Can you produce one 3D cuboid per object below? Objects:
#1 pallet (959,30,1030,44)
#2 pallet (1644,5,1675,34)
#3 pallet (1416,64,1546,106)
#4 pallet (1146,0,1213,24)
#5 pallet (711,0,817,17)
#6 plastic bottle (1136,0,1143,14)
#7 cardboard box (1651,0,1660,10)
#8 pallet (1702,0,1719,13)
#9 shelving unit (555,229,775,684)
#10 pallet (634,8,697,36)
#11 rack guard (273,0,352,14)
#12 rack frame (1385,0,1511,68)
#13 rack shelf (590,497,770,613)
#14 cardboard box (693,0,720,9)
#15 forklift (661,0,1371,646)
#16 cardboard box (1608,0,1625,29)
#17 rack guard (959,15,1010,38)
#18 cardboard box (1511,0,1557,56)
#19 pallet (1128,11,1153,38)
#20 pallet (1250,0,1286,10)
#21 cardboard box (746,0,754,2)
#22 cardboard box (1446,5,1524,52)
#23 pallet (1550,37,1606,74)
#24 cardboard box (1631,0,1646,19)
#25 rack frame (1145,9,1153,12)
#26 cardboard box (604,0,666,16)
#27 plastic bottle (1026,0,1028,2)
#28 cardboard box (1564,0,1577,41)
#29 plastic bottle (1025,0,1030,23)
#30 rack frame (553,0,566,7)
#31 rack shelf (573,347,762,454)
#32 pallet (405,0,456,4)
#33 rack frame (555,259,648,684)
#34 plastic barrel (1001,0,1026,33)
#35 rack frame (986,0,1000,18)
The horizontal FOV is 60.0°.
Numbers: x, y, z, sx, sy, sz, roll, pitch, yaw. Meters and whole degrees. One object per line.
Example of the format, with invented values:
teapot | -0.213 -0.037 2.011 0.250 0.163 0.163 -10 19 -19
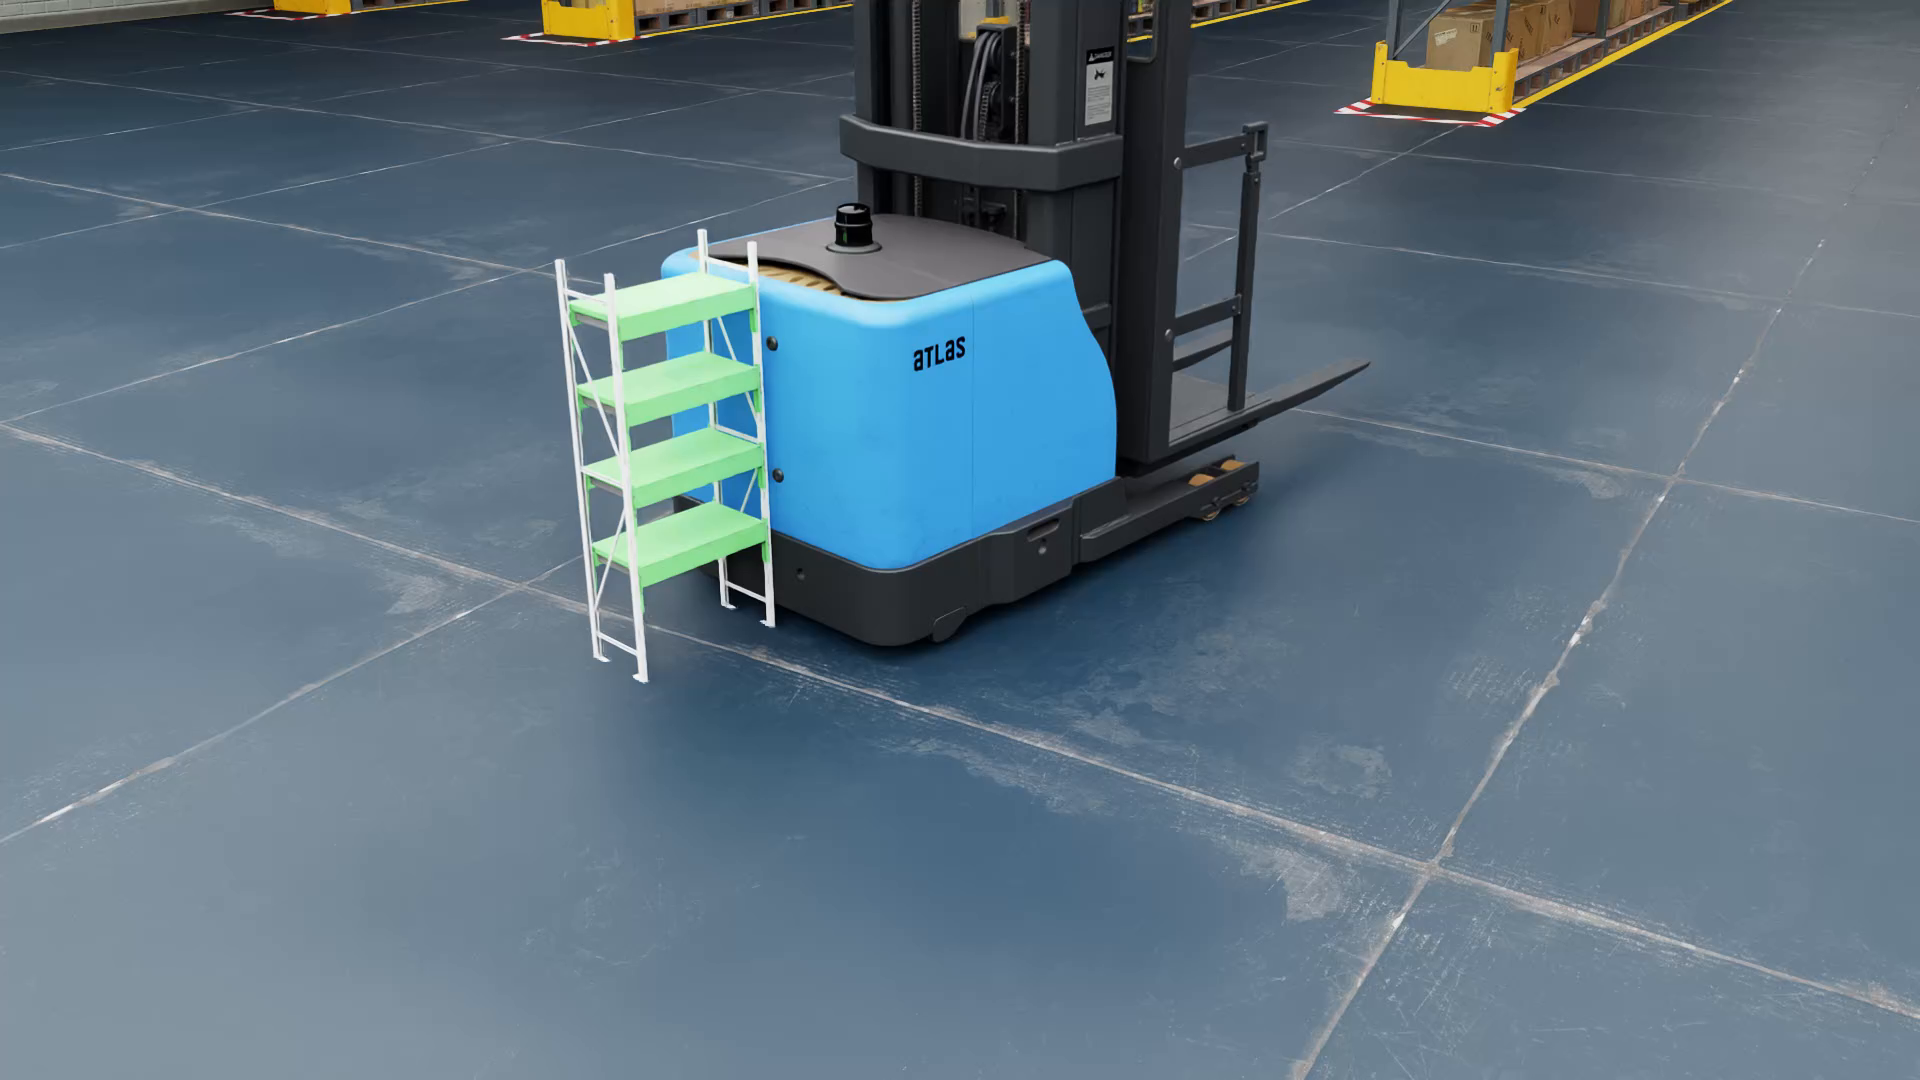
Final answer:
pallet | 0.369 -5.205 17.508 1.003 0.211 1.213 14 27 29
pallet | 7.950 -6.295 20.027 1.003 0.211 1.213 14 27 29
pallet | 4.643 -4.151 15.073 1.003 0.211 1.213 14 27 29
pallet | 2.427 -6.520 20.545 1.003 0.211 1.213 14 27 29
pallet | -2.615 -7.026 21.715 1.003 0.211 1.213 14 27 29
plastic bottle | 2.072 -6.250 19.278 0.061 0.283 0.133 15 28 32
cardboard box | 8.027 -6.663 19.958 0.700 0.500 0.500 12 26 26
pallet | 9.488 -7.219 22.161 1.003 0.211 1.213 14 27 29
shelving unit | -0.829 -0.242 4.799 0.258 1.200 0.503 20 30 38
pallet | -3.902 -6.203 19.813 1.003 0.211 1.213 14 27 29
rack guard | -8.441 -7.131 21.593 1.175 0.500 0.348 14 27 29
rack frame | 4.144 -5.138 13.844 1.000 3.000 0.127 14 27 29
rack shelf | -0.829 0.037 4.920 0.258 0.148 0.480 20 30 38
cardboard box | -3.274 -6.619 20.197 0.500 0.250 0.500 14 27 29
forklift | 0.439 -1.534 5.604 1.130 2.935 3.031 20 30 38
cardboard box | 6.864 -5.903 18.203 0.700 0.500 0.500 14 27 29
rack guard | -0.064 -5.065 16.820 1.175 0.500 0.348 14 27 29
cardboard box | 5.452 -4.987 16.111 0.500 0.500 0.500 11 26 24
pallet | 1.656 -6.029 19.411 1.003 0.211 1.213 14 27 29
pallet | 3.714 -7.343 22.447 1.003 0.211 1.213 14 27 29
cardboard box | -2.743 -6.956 20.974 0.500 0.250 0.500 14 27 29
cardboard box | 4.774 -4.600 15.219 0.500 0.500 0.500 -20 31 -39
pallet | 5.930 -4.975 16.976 1.003 0.211 1.213 14 27 29
cardboard box | 7.452 -6.280 19.074 0.700 0.500 0.500 16 28 33
rack frame | 2.046 -7.526 19.360 1.000 3.000 0.127 14 27 29
cardboard box | -3.798 -6.281 19.416 0.500 0.250 0.500 14 27 29
plastic bottle | 0.689 -5.919 18.523 0.152 0.276 0.135 14 27 29
cardboard box | 6.009 -5.407 17.083 0.500 0.500 0.500 13 27 27
plastic bottle | 0.779 -5.901 18.470 0.061 0.283 0.133 14 27 29
rack frame | -4.270 -7.216 18.642 1.000 3.000 0.127 14 27 29
rack shelf | -0.829 -0.404 4.729 0.258 0.148 0.480 20 30 38
pallet | -7.338 -7.675 23.214 1.003 0.211 1.213 14 27 29
rack frame | -0.994 -0.171 4.634 0.240 1.200 0.015 20 30 38
plastic barrel | 0.483 -5.635 17.593 0.421 0.512 0.421 0 23 0
rack frame | -0.064 -6.176 16.242 1.000 3.000 0.127 14 27 29
